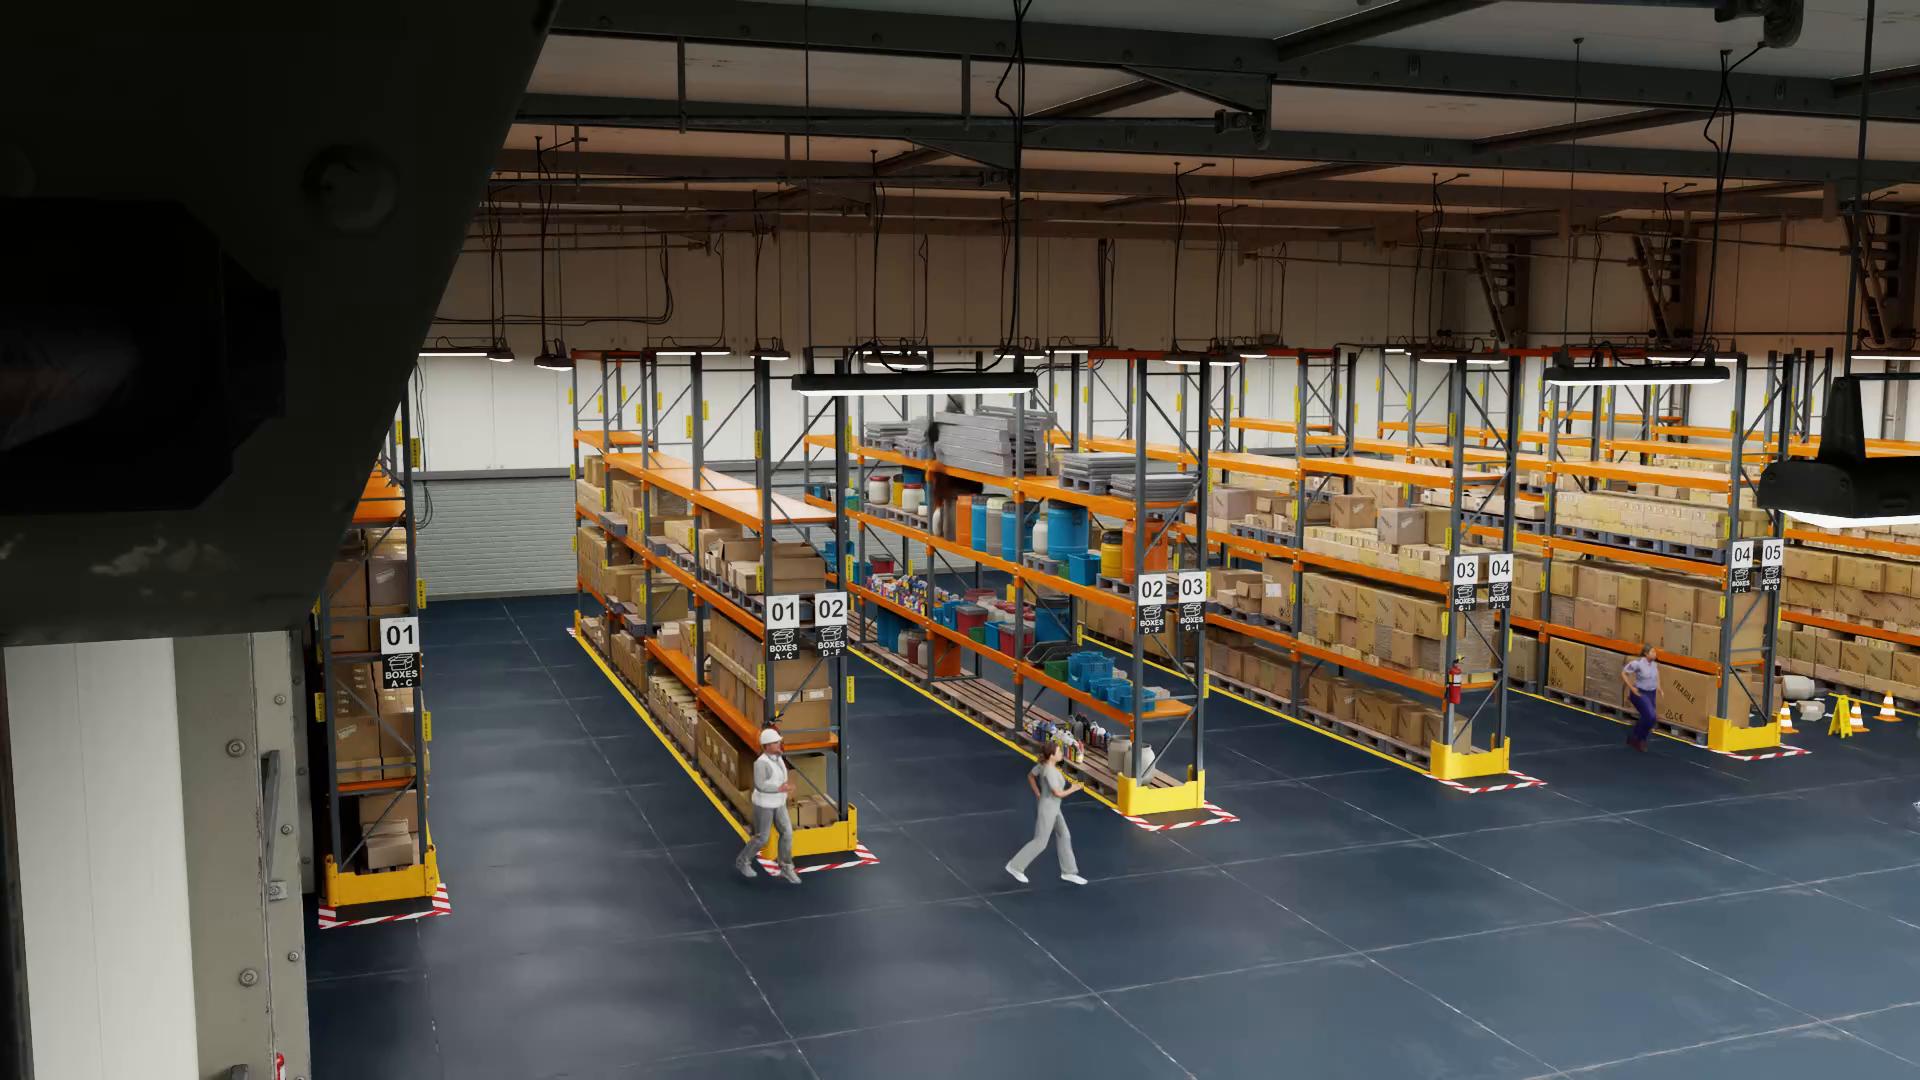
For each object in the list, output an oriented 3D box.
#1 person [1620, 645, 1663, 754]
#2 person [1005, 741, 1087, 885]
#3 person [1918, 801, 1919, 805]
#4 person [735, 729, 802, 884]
[{"bbox_3d":[10.385,2.404,25.219,0.609,1.648,0.648,-4,8,-29],"label":"person"},{"bbox_3d":[0.991,3.121,18.994,0.948,1.678,0.552,0,7,0],"label":"person"},{"bbox_3d":[12.841,2.898,21.358,0.848,1.576,0.575,3,8,20],"label":"person"},{"bbox_3d":[-2.219,3.076,19.208,0.785,1.836,0.667,3,8,22],"label":"person"}]
